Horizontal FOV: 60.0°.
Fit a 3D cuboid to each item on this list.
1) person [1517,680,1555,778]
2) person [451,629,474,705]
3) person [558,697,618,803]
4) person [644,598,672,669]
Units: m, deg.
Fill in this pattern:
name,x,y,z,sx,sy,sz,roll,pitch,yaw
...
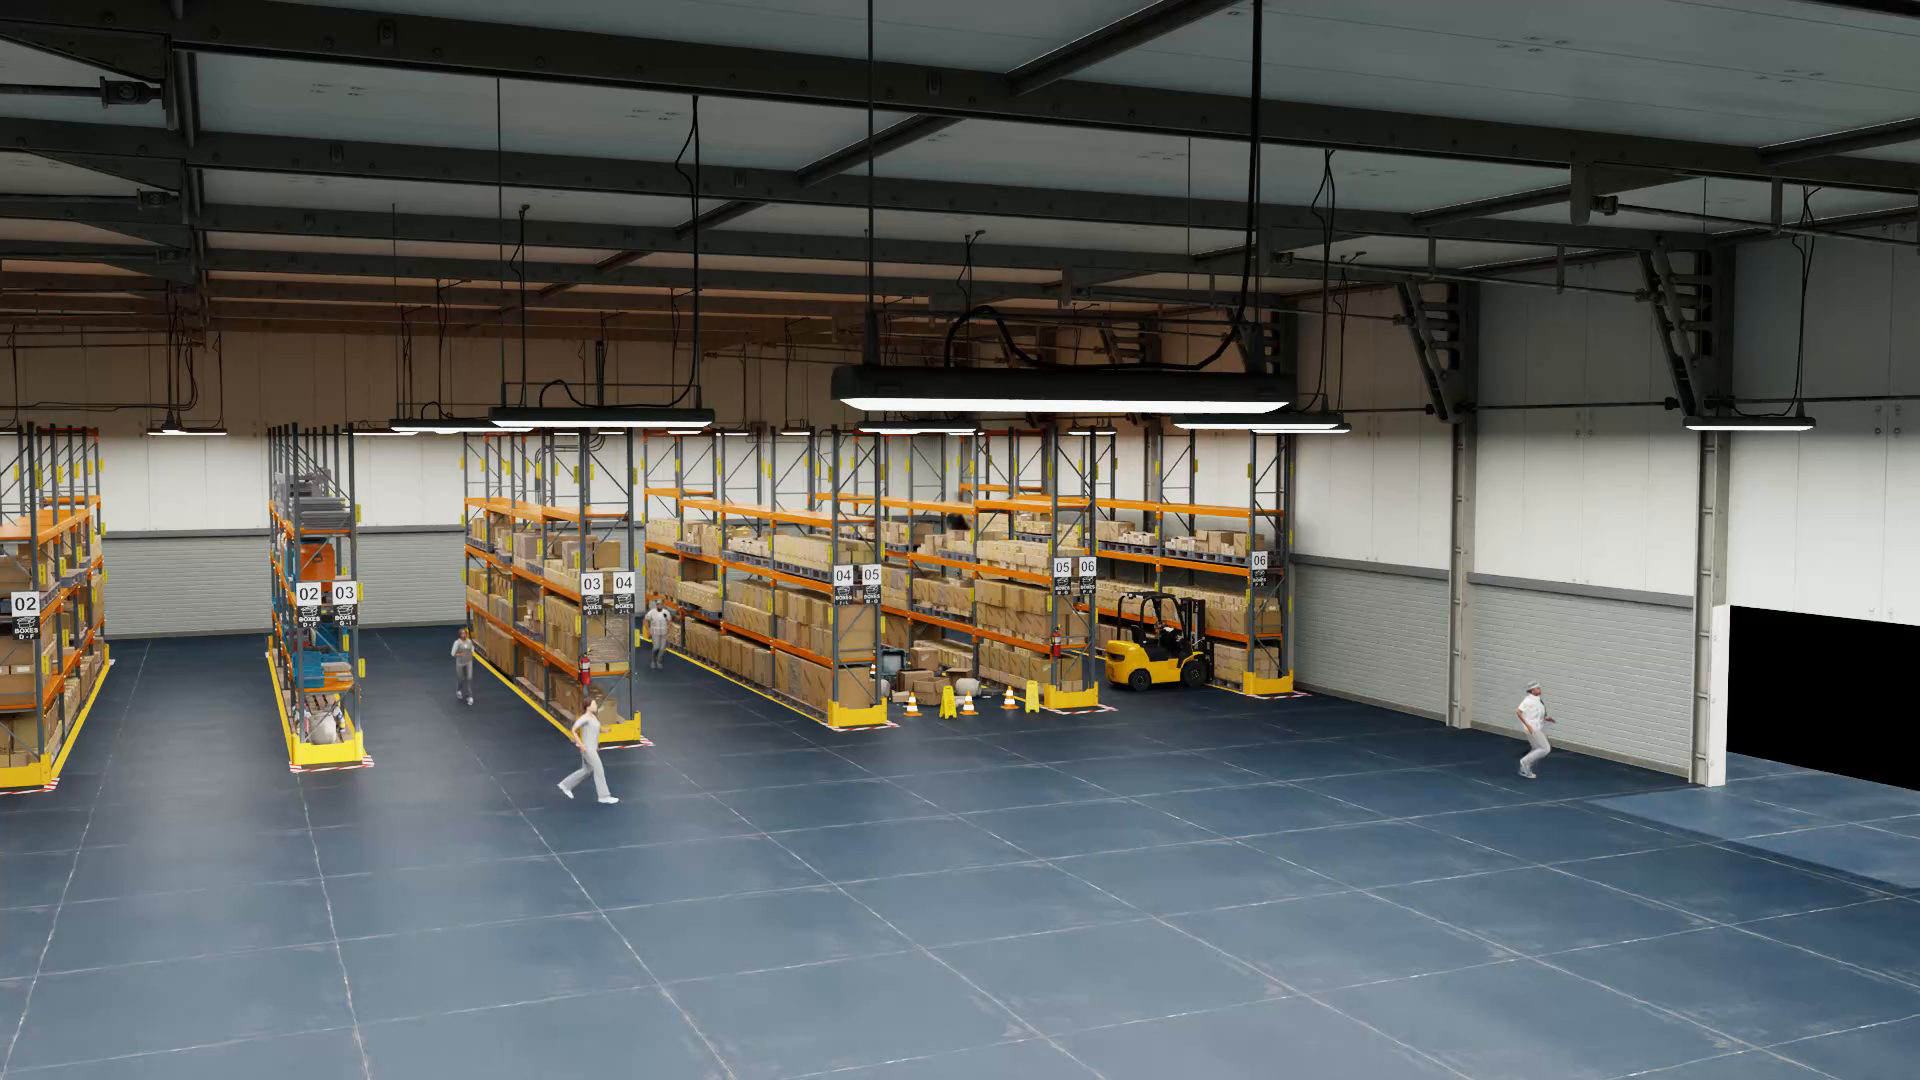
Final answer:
name,x,y,z,sx,sy,sz,roll,pitch,yaw
person,9.703,3.177,27.953,0.569,1.659,0.560,2,4,31
person,-10.740,2.714,35.972,0.534,1.615,0.859,-2,4,-31
person,-5.819,3.275,25.960,0.951,1.653,0.564,0,3,2
person,-7.447,2.331,41.273,0.662,1.775,0.652,-2,4,-25
